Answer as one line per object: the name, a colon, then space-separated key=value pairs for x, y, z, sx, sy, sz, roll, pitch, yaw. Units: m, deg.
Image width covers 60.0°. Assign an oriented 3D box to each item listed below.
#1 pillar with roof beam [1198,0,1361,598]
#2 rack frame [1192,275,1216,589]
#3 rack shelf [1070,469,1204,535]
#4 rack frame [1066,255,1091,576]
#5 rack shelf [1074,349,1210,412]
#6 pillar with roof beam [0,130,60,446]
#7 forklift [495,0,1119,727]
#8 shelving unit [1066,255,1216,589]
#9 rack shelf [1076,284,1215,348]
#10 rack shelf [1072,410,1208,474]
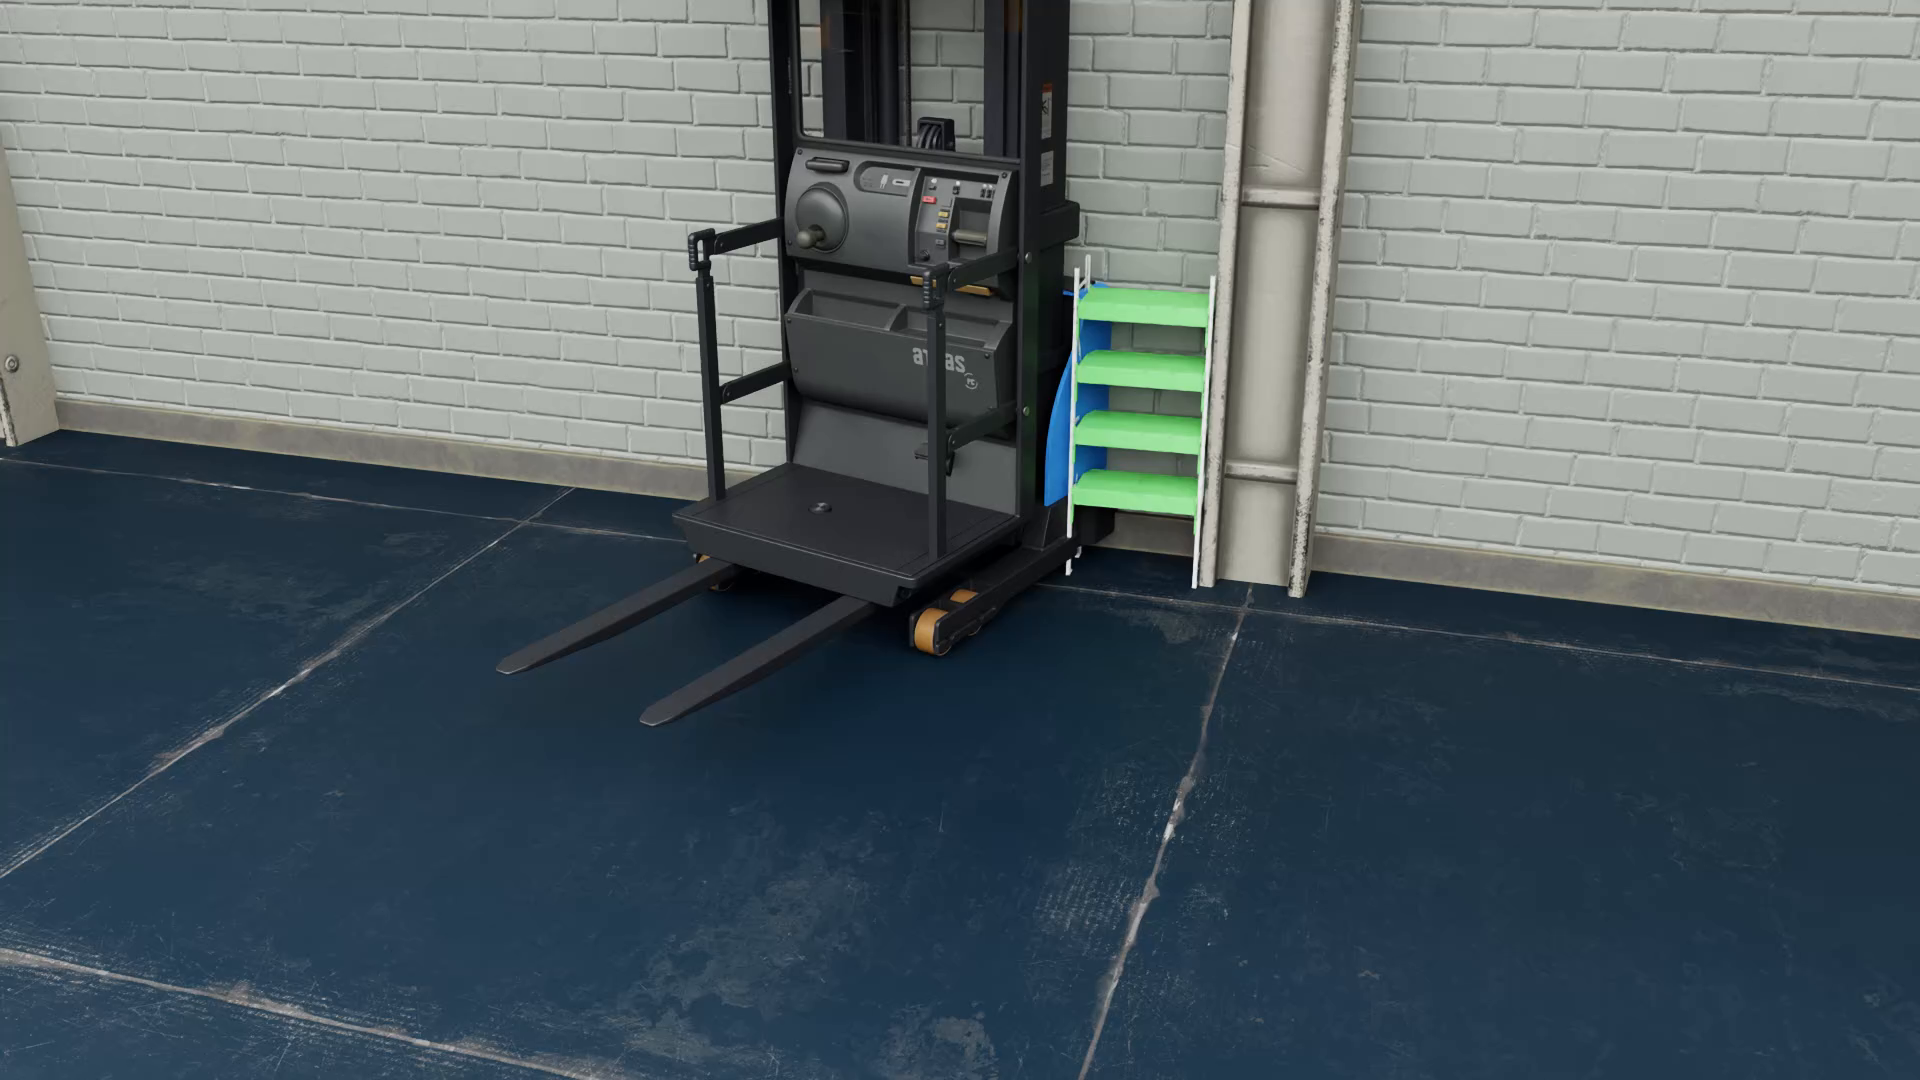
pillar with roof beam: x=-0.101 y=-2.460 z=0.910 sx=0.400 sy=9.000 sz=9.100 roll=7 pitch=23 yaw=16
rack frame: x=0.920 y=-0.415 z=6.197 sx=0.015 sy=1.200 sz=0.240 roll=6 pitch=23 yaw=13
rack shelf: x=0.683 y=-0.157 z=6.367 sx=0.480 sy=0.148 sz=0.258 roll=6 pitch=23 yaw=13
rack frame: x=0.448 y=-0.462 z=6.310 sx=0.015 sy=1.200 sz=0.240 roll=6 pitch=23 yaw=13
rack shelf: x=0.685 y=-0.602 z=6.187 sx=0.480 sy=0.148 sz=0.258 roll=6 pitch=23 yaw=13
pillar with roof beam: x=-5.845 y=-3.118 z=2.513 sx=0.400 sy=9.000 sz=9.100 roll=7 pitch=23 yaw=16
forklift: x=-0.346 y=-1.156 z=5.727 sx=1.130 sy=2.935 sz=3.031 roll=14 pitch=26 yaw=31
shelving unit: x=0.684 y=-0.439 z=6.253 sx=0.503 sy=1.200 sz=0.258 roll=6 pitch=23 yaw=13
rack shelf: x=0.685 y=-0.825 z=6.098 sx=0.480 sy=0.148 sz=0.258 roll=6 pitch=23 yaw=13
rack shelf: x=0.684 y=-0.379 z=6.277 sx=0.480 sy=0.148 sz=0.258 roll=6 pitch=23 yaw=13
